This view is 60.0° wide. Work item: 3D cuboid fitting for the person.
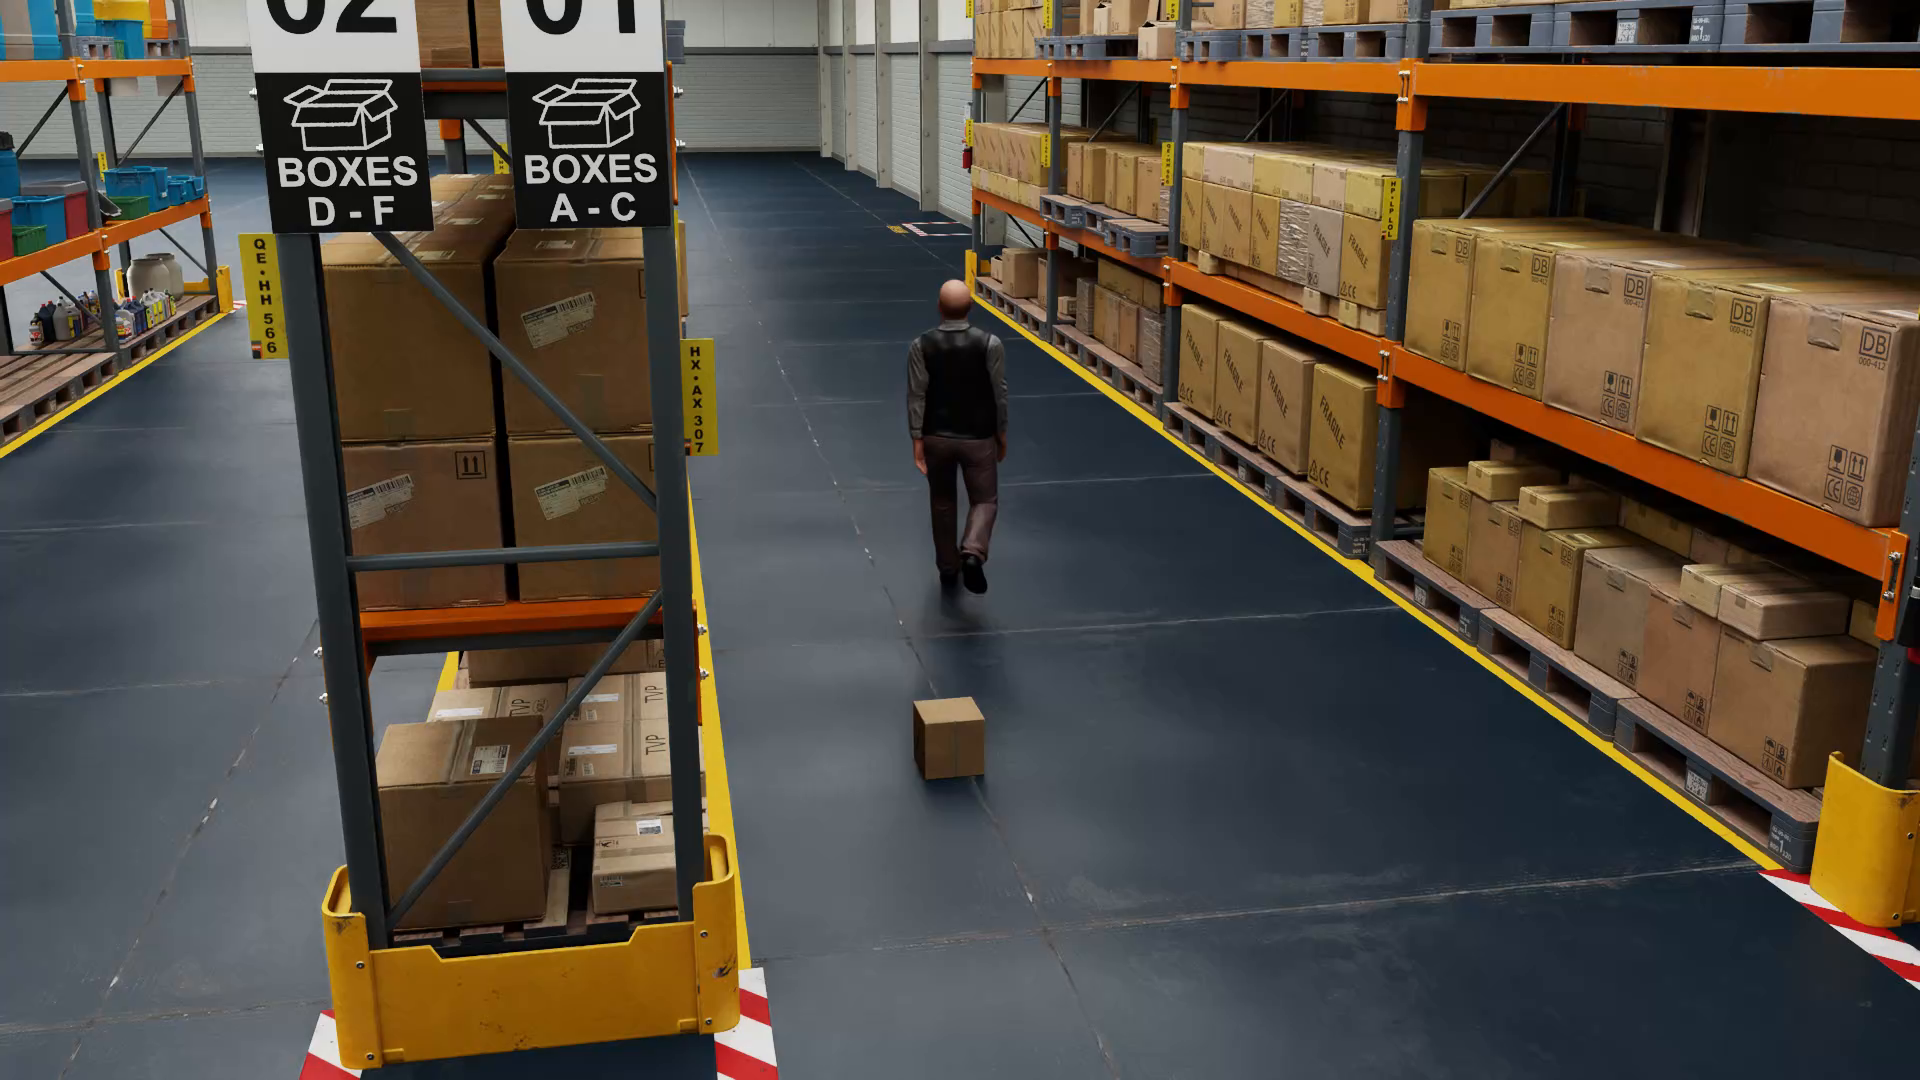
[{"bbox_3d":[-0.014,-0.540,8.888,0.532,1.694,0.821,2,16,6],"label":"person"}]
